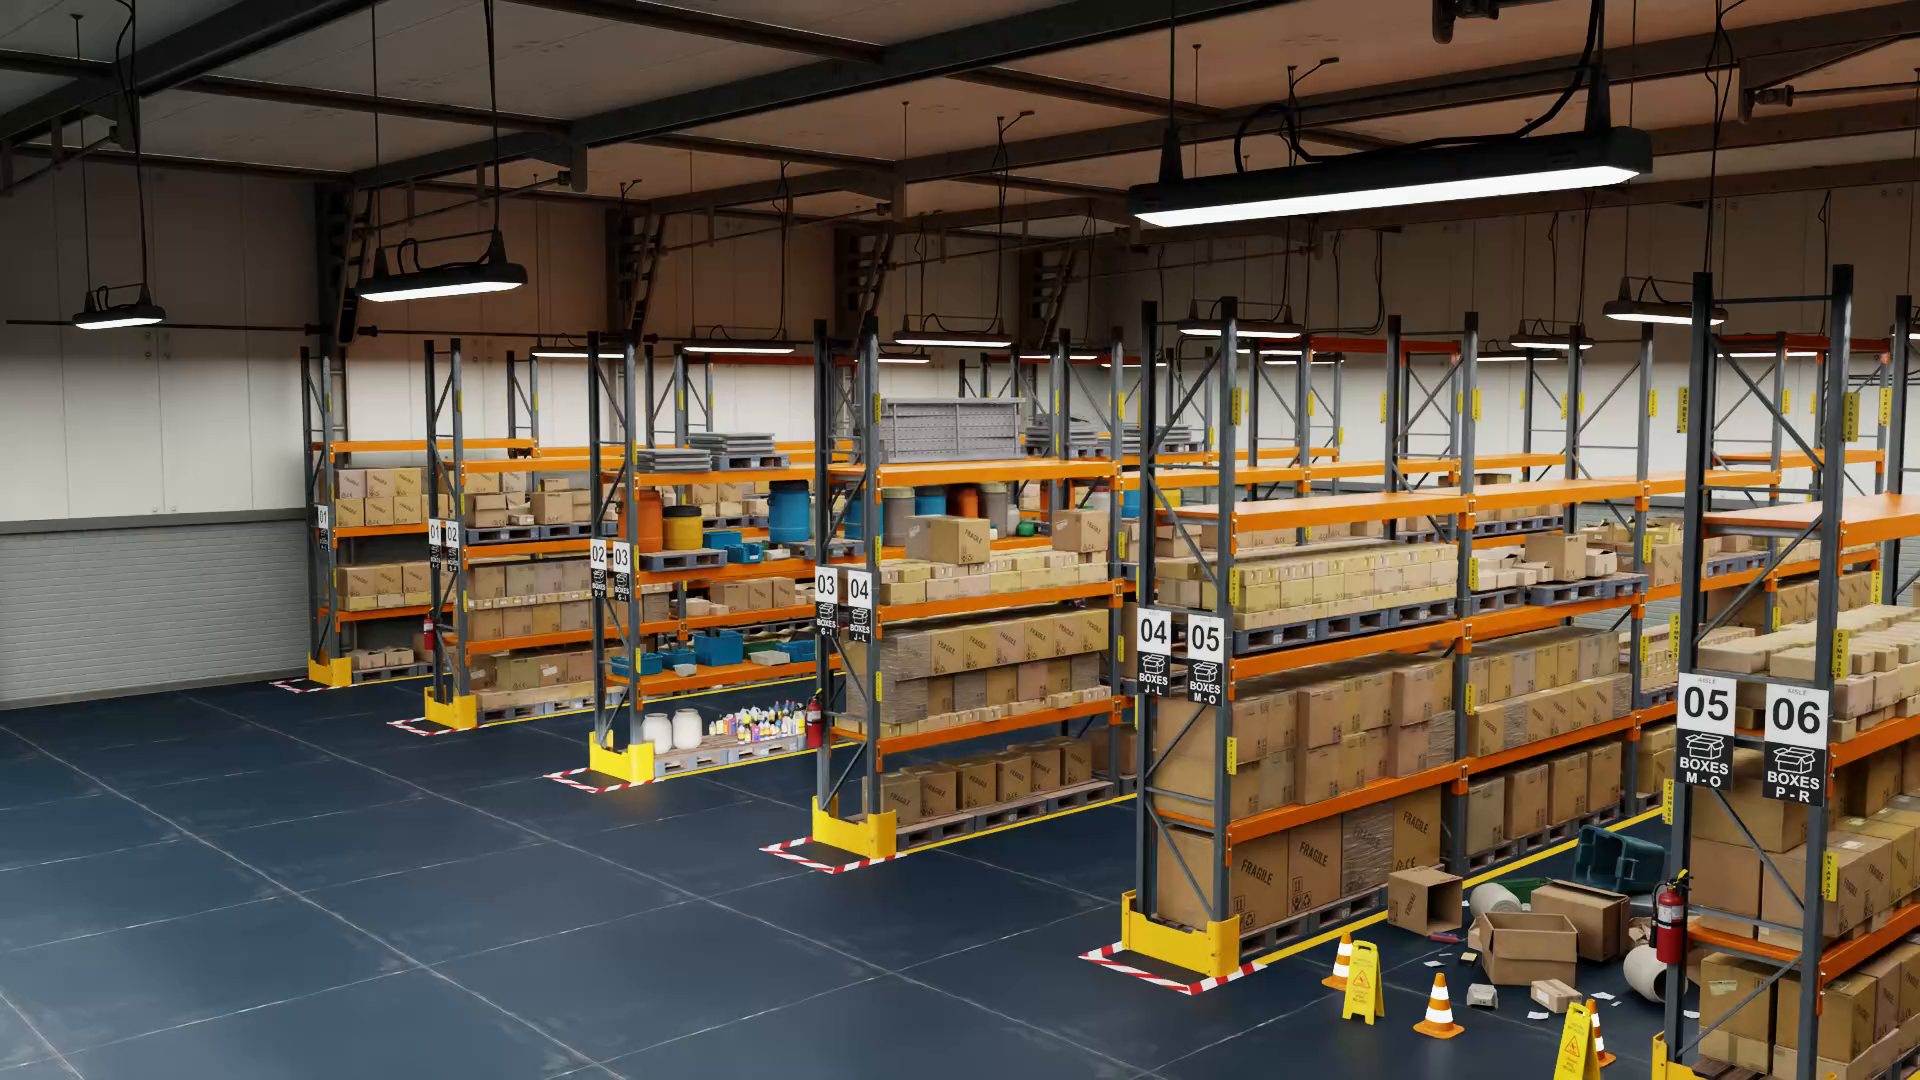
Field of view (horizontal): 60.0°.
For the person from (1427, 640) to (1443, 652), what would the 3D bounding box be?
[{"bbox_3d":[7.091,2.242,24.544,0.658,1.586,0.484,-5,7,-42],"label":"person"}]
